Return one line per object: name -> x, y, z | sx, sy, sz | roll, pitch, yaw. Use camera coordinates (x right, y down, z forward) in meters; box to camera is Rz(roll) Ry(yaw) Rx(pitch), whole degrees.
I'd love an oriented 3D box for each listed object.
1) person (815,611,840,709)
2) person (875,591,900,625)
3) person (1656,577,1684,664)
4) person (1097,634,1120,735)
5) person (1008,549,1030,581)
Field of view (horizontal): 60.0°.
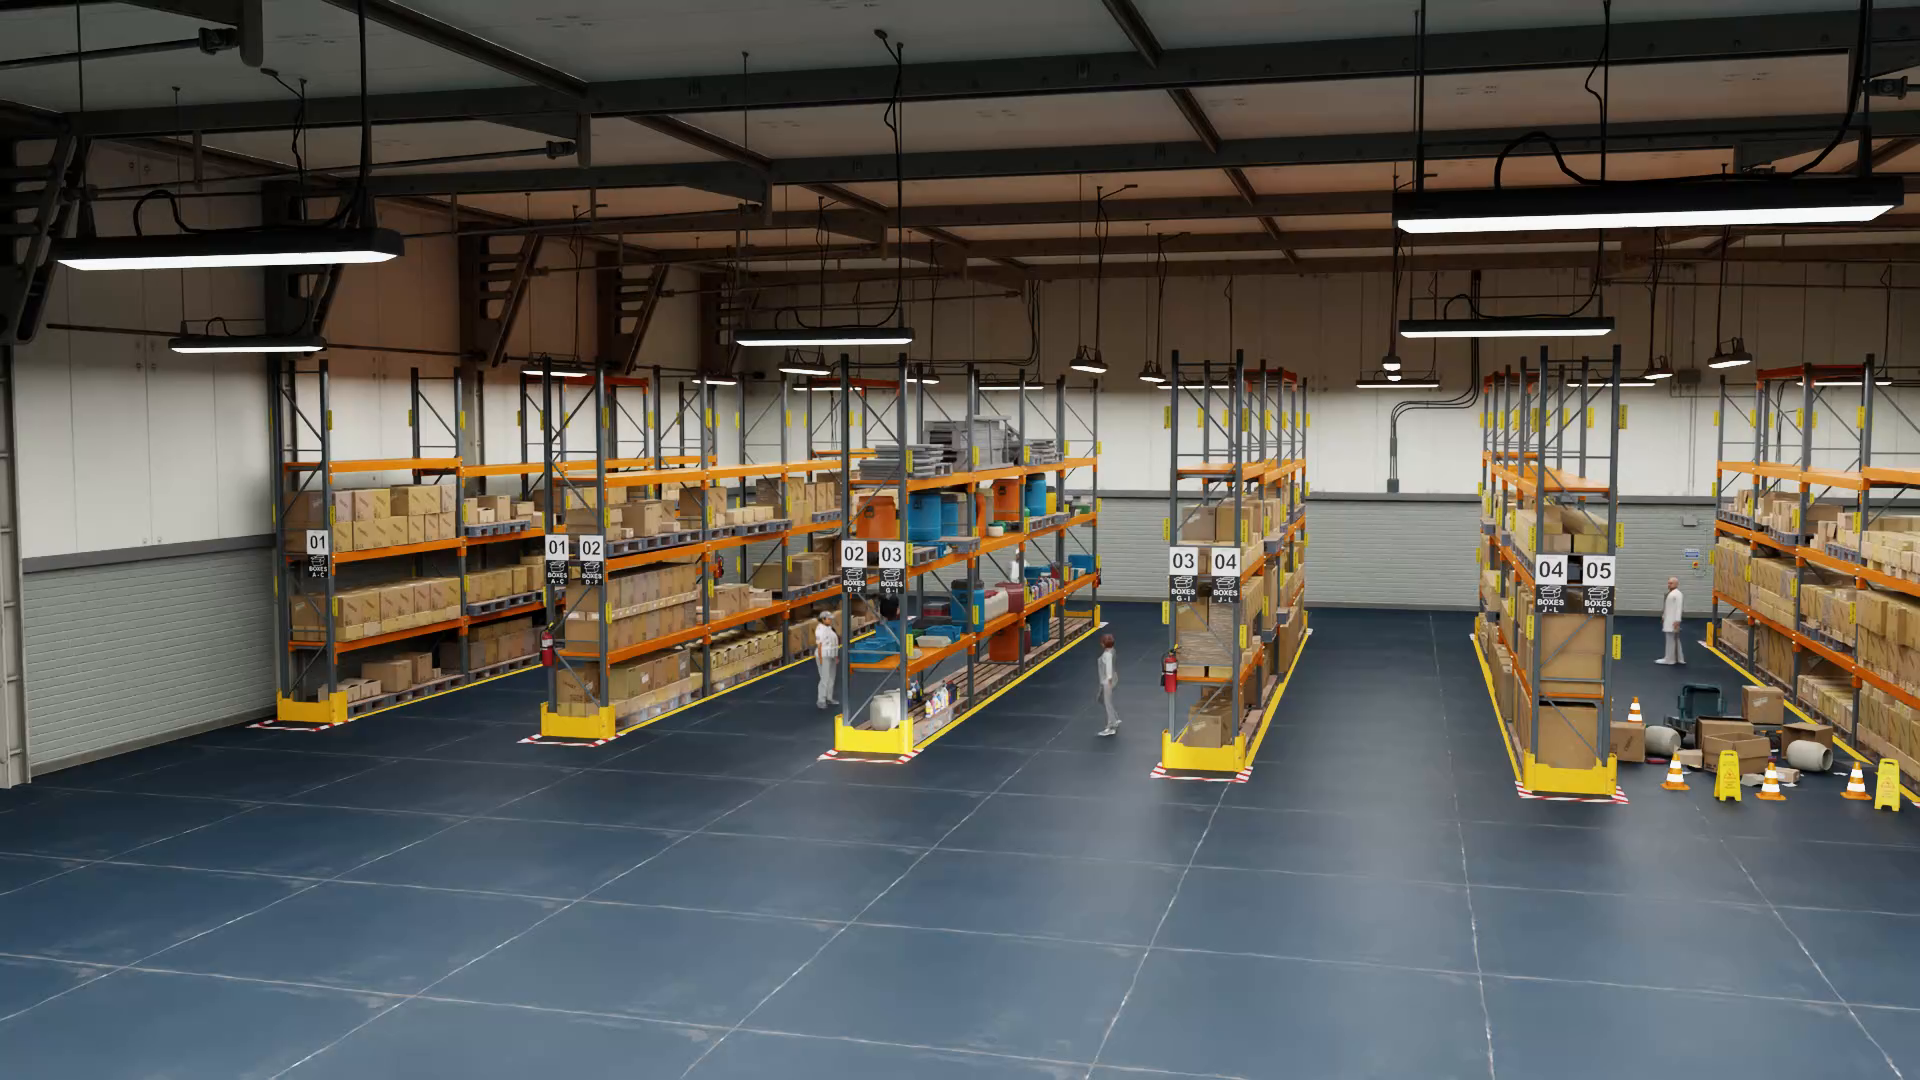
person -> -2.345, 2.109, 29.148 | 0.390, 1.739, 0.557 | 2, 5, 25
person -> -1.524, 1.633, 35.325 | 0.666, 1.703, 0.983 | 1, 4, 15
person -> 14.653, 1.656, 34.243 | 0.519, 1.778, 0.600 | 2, 5, 25
person -> 2.360, 2.344, 26.493 | 0.369, 1.494, 0.438 | 1, 4, 9
person -> 1.487, 1.085, 42.124 | 0.576, 1.721, 0.991 | 1, 4, 11
